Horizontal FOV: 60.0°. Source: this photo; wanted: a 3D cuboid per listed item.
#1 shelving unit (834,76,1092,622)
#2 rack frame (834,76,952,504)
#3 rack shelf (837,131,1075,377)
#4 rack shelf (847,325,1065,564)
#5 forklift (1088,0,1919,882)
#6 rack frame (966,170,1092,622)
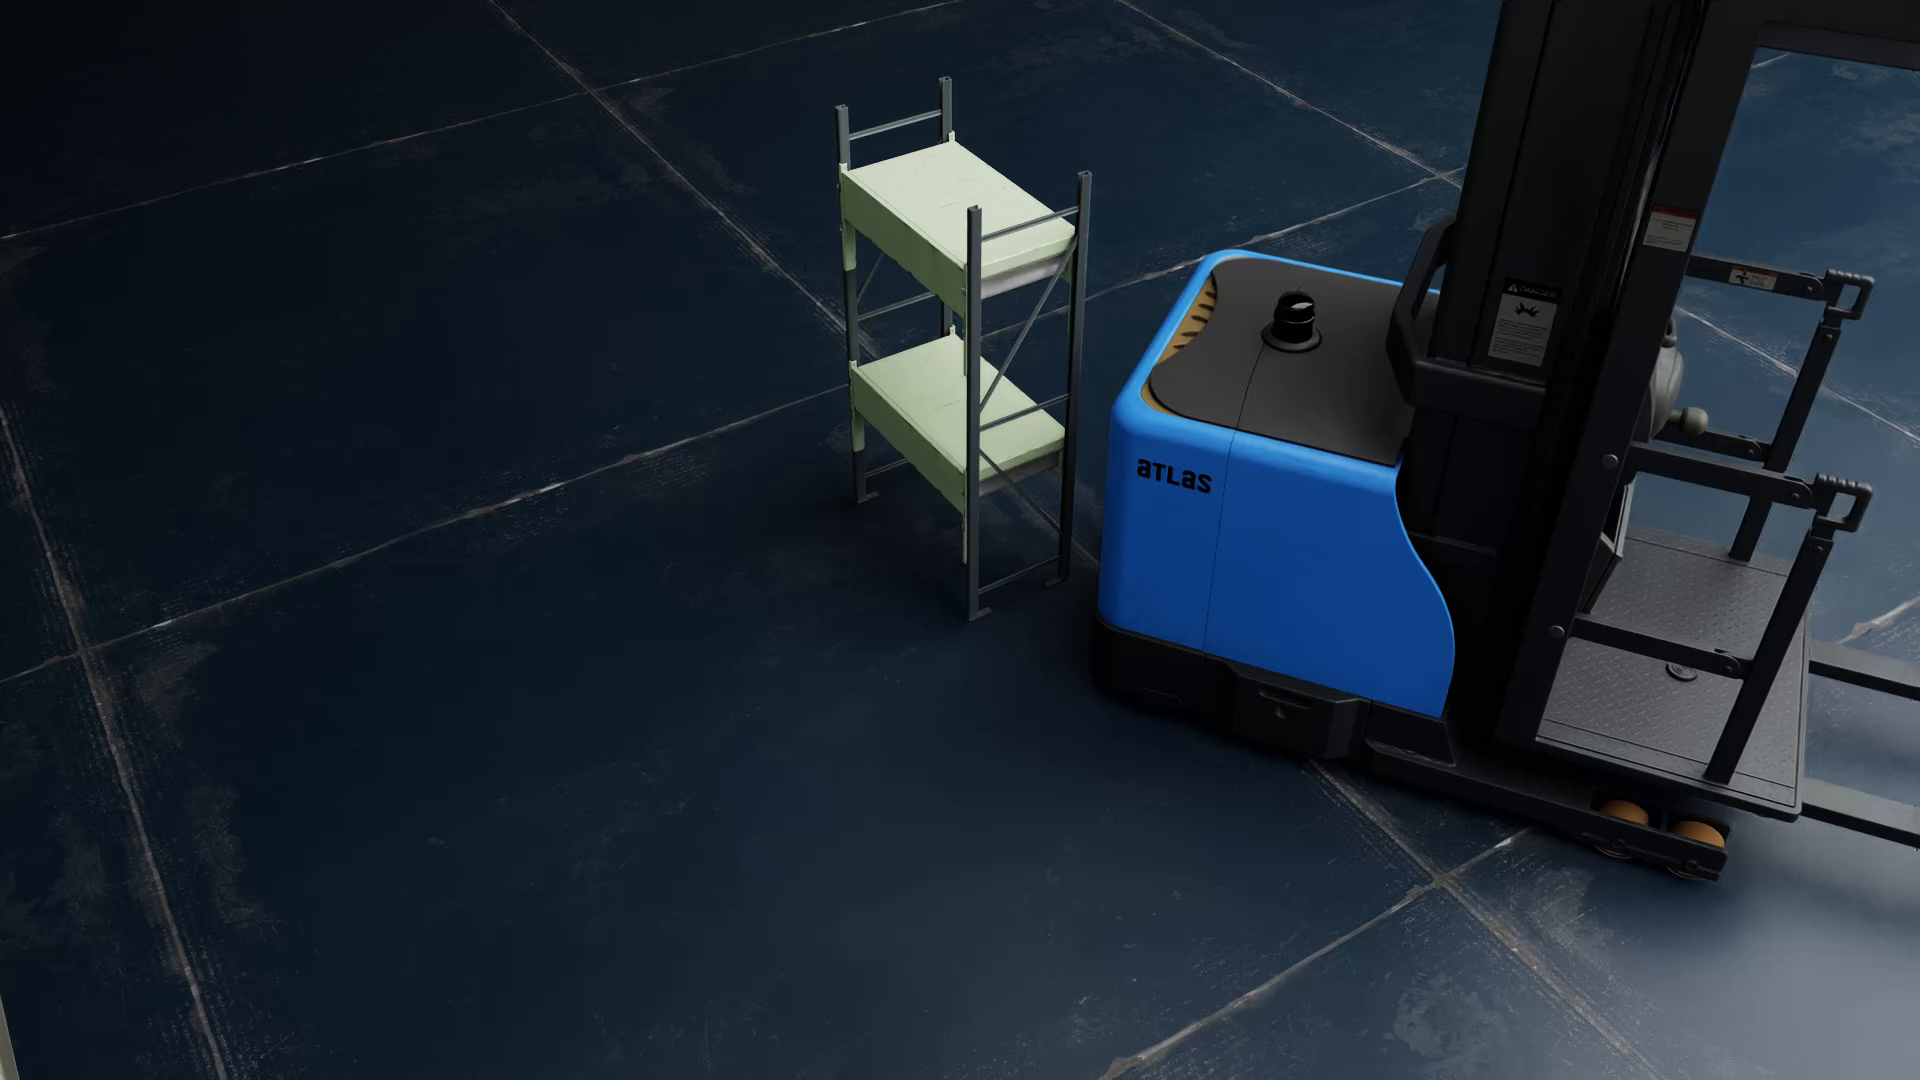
[{"bbox_3d":[-0.004,-0.580,5.274,0.431,1.500,0.755,-22,45,-24],"label":"shelving unit"},{"bbox_3d":[-0.200,-0.777,5.511,0.400,1.500,0.023,-22,45,-24],"label":"rack frame"},{"bbox_3d":[-0.004,-0.880,5.024,0.431,0.370,0.720,-22,45,-24],"label":"rack shelf"},{"bbox_3d":[-0.004,-0.329,5.483,0.431,0.370,0.720,-22,45,-24],"label":"rack shelf"},{"bbox_3d":[1.965,-0.572,4.147,3.031,2.935,1.130,15,42,18],"label":"forklift"},{"bbox_3d":[0.193,-0.382,5.037,0.400,1.500,0.023,-22,45,-24],"label":"rack frame"}]
